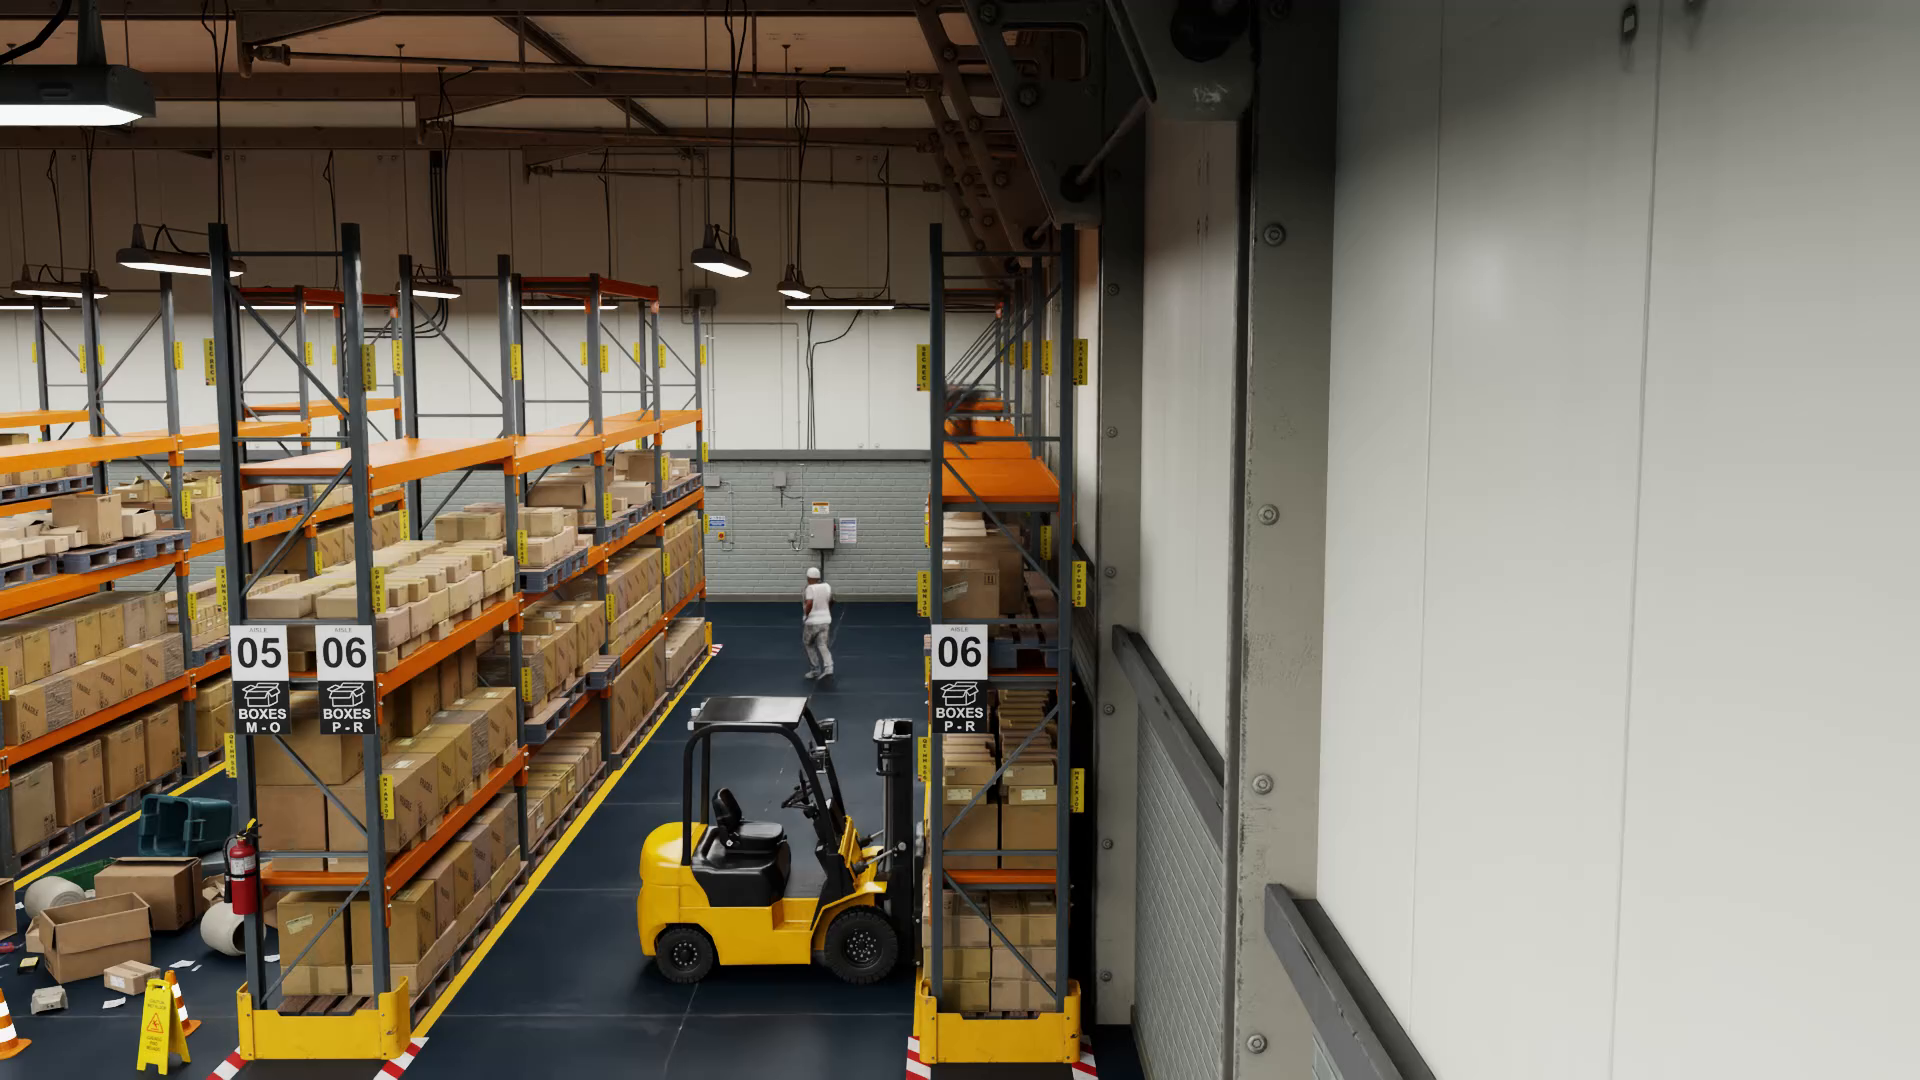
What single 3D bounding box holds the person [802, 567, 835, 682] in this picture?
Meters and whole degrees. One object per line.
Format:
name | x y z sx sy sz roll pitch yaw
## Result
person | -2.164 1.299 25.623 0.643 1.752 0.714 -5 8 -35
